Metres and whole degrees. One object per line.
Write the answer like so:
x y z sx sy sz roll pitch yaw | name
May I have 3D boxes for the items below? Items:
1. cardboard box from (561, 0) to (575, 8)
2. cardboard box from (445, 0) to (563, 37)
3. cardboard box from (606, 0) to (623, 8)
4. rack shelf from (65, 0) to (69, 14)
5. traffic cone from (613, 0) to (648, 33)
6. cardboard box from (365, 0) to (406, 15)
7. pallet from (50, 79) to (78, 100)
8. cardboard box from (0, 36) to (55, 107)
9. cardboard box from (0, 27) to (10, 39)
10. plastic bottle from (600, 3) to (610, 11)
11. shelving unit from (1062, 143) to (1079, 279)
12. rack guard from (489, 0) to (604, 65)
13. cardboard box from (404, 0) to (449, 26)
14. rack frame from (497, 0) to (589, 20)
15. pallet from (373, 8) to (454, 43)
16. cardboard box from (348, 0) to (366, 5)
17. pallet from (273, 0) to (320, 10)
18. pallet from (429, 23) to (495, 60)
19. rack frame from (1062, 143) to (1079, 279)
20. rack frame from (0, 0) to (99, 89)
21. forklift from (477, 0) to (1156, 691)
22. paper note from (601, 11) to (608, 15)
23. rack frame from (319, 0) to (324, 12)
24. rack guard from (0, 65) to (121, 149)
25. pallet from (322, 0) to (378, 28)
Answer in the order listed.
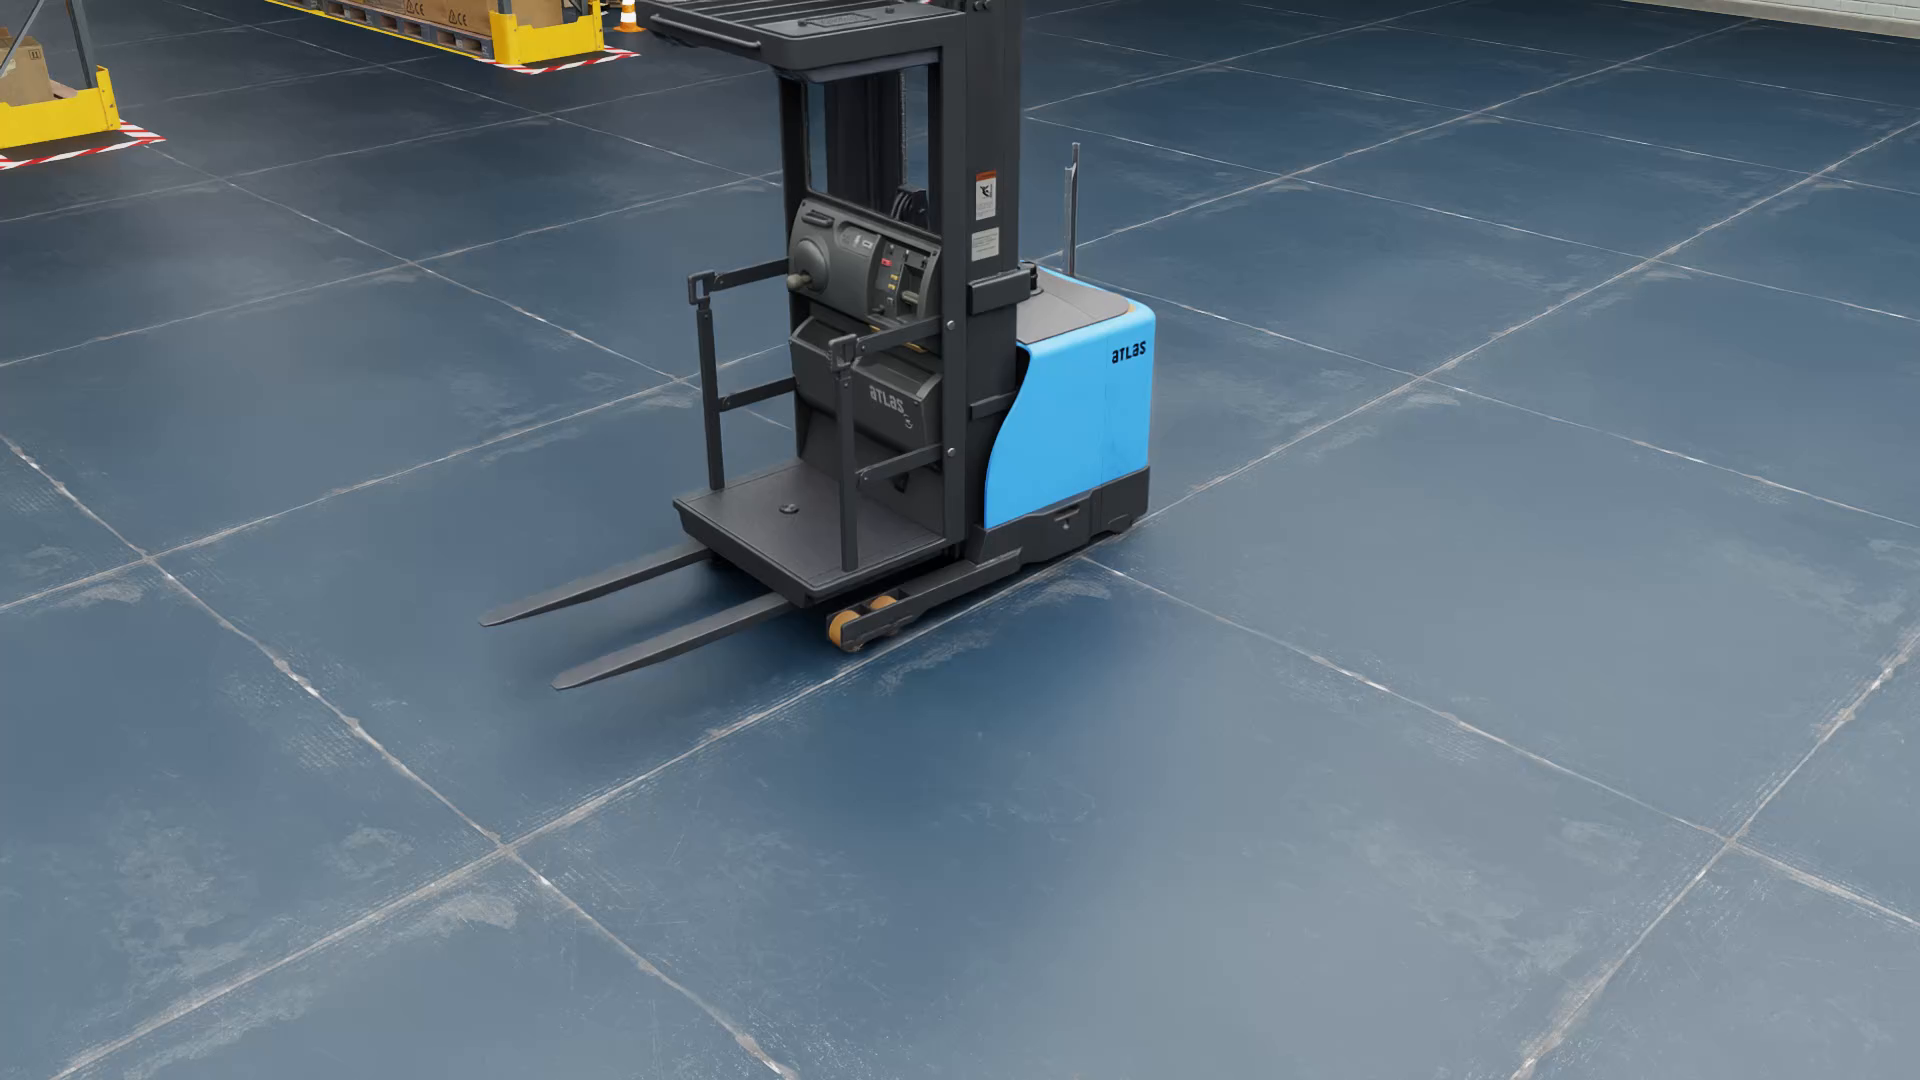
-4.634 -6.554 19.930 0.396 0.266 0.258 -18 33 -31 | cardboard box
-4.829 -5.854 17.492 0.875 0.875 0.875 25 37 39 | cardboard box
-3.928 -6.713 19.976 0.637 0.503 0.797 2 28 4 | cardboard box
-9.275 -5.130 15.056 4.000 0.370 1.077 25 36 38 | rack shelf
-3.682 -5.931 18.532 0.334 0.463 0.336 25 36 38 | traffic cone
-6.107 -6.438 18.603 0.875 0.875 0.875 25 37 39 | cardboard box
-8.457 -3.863 14.871 1.213 0.211 1.003 25 36 38 | pallet
-8.282 -4.085 14.530 0.500 0.500 0.500 -18 33 -30 | cardboard box
-8.732 -4.268 14.879 0.500 0.500 0.500 -15 31 -27 | cardboard box
-4.302 -6.325 19.713 0.283 0.061 0.133 12 30 22 | plastic bottle
0.034 -1.236 8.490 1.083 1.500 0.587 4 28 7 | shelving unit
-4.282 -5.295 17.283 0.348 0.500 1.175 25 36 38 | rack guard
-5.458 -6.140 18.036 0.875 0.875 0.875 24 36 38 | cardboard box
-4.299 -6.409 16.716 0.127 3.000 1.000 25 36 38 | rack frame
-5.790 -5.808 18.568 1.213 0.211 1.003 25 36 38 | pallet
-6.752 -6.731 19.160 0.875 0.875 0.875 -25 36 -38 | cardboard box
-7.754 -6.707 20.278 1.213 0.211 1.003 25 36 38 | pallet
-4.924 -5.410 17.811 1.213 0.211 1.003 25 36 38 | pallet
0.547 -1.204 8.428 0.032 1.500 0.500 4 28 7 | rack frame
-7.849 -4.796 13.648 0.127 3.000 1.000 25 36 38 | rack frame
-0.562 -1.113 6.718 3.031 2.935 1.130 -21 34 -35 | forklift
-4.197 -6.156 19.426 0.144 0.017 0.142 -13 30 -22 | paper note
-7.151 -7.714 19.198 0.127 3.000 1.000 25 36 38 | rack frame
-7.903 -3.714 14.277 0.348 0.500 1.175 25 36 38 | rack guard
-6.664 -6.206 19.326 1.213 0.211 1.003 25 36 38 | pallet
